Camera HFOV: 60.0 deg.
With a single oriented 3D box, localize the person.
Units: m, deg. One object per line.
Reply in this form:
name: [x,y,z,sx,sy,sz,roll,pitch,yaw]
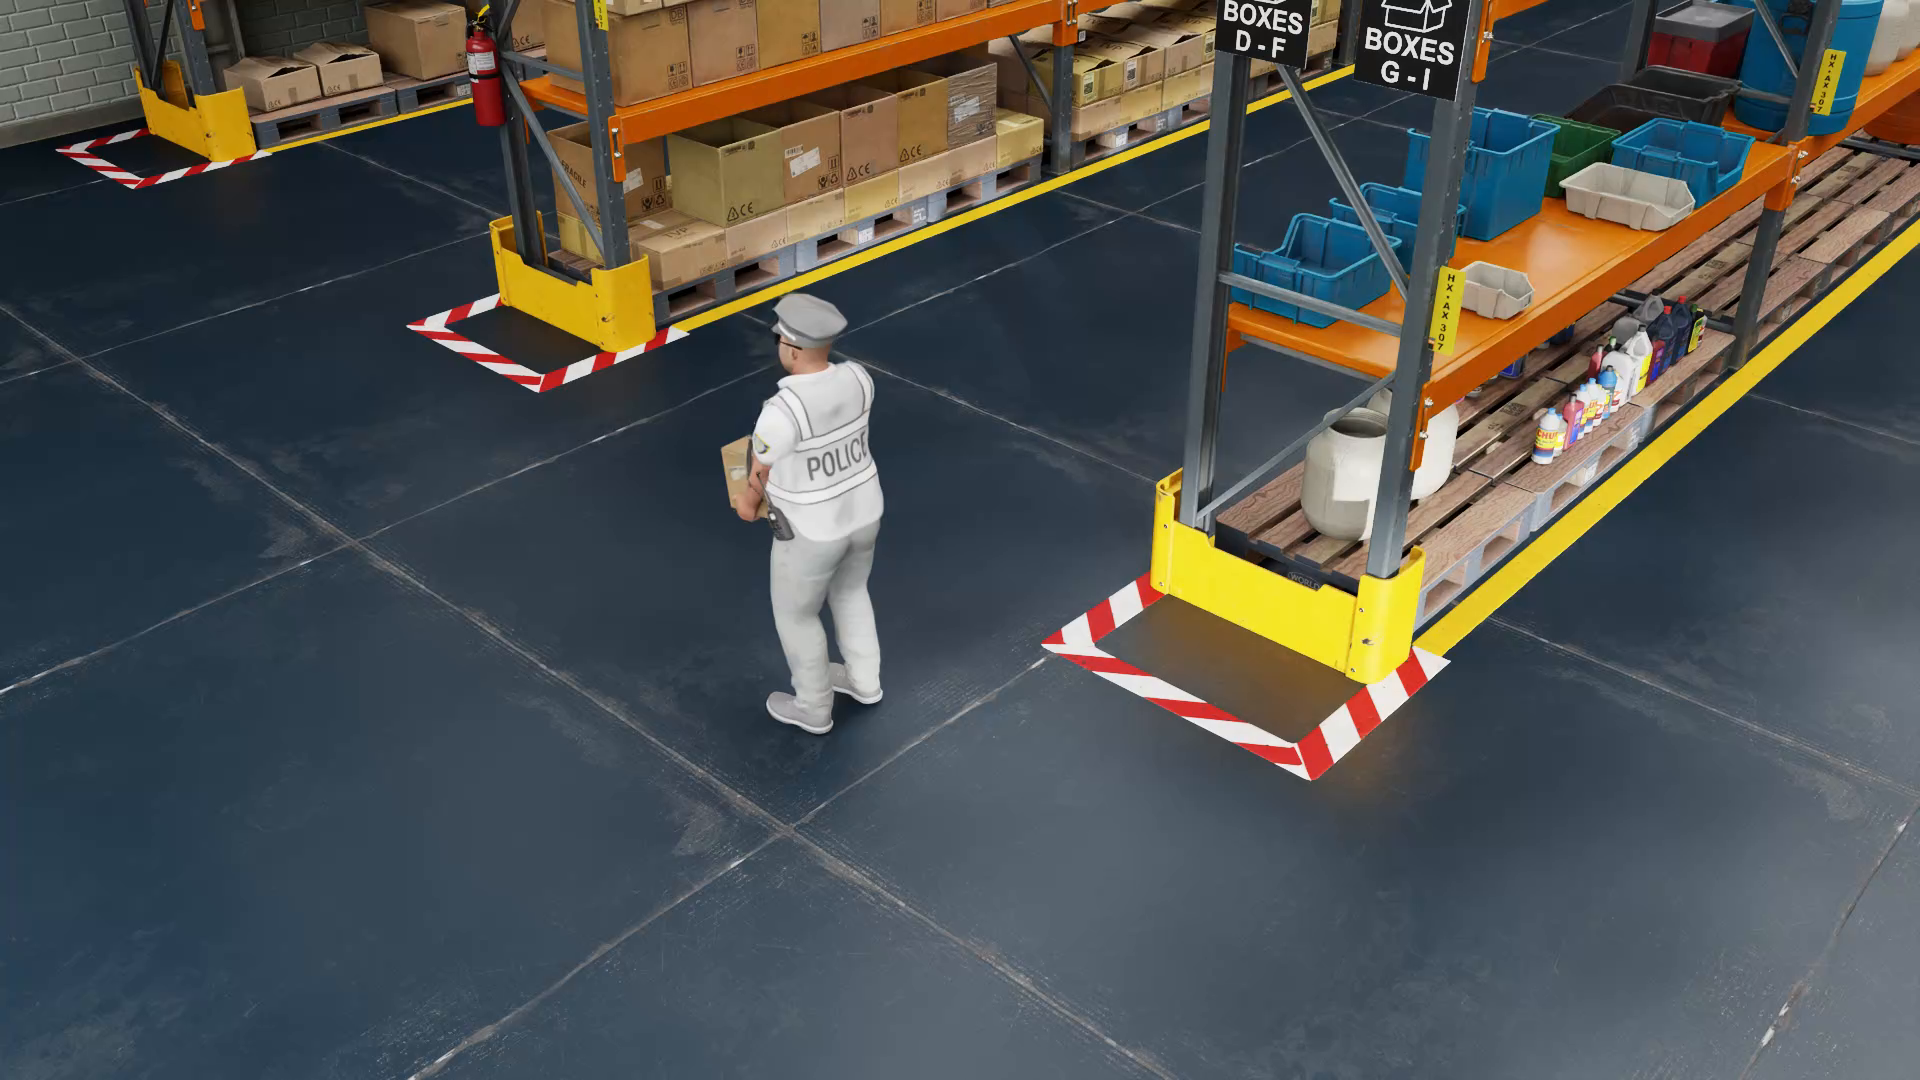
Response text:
person: [-0.588,-0.104,6.290,0.575,1.770,0.490,25,39,34]
